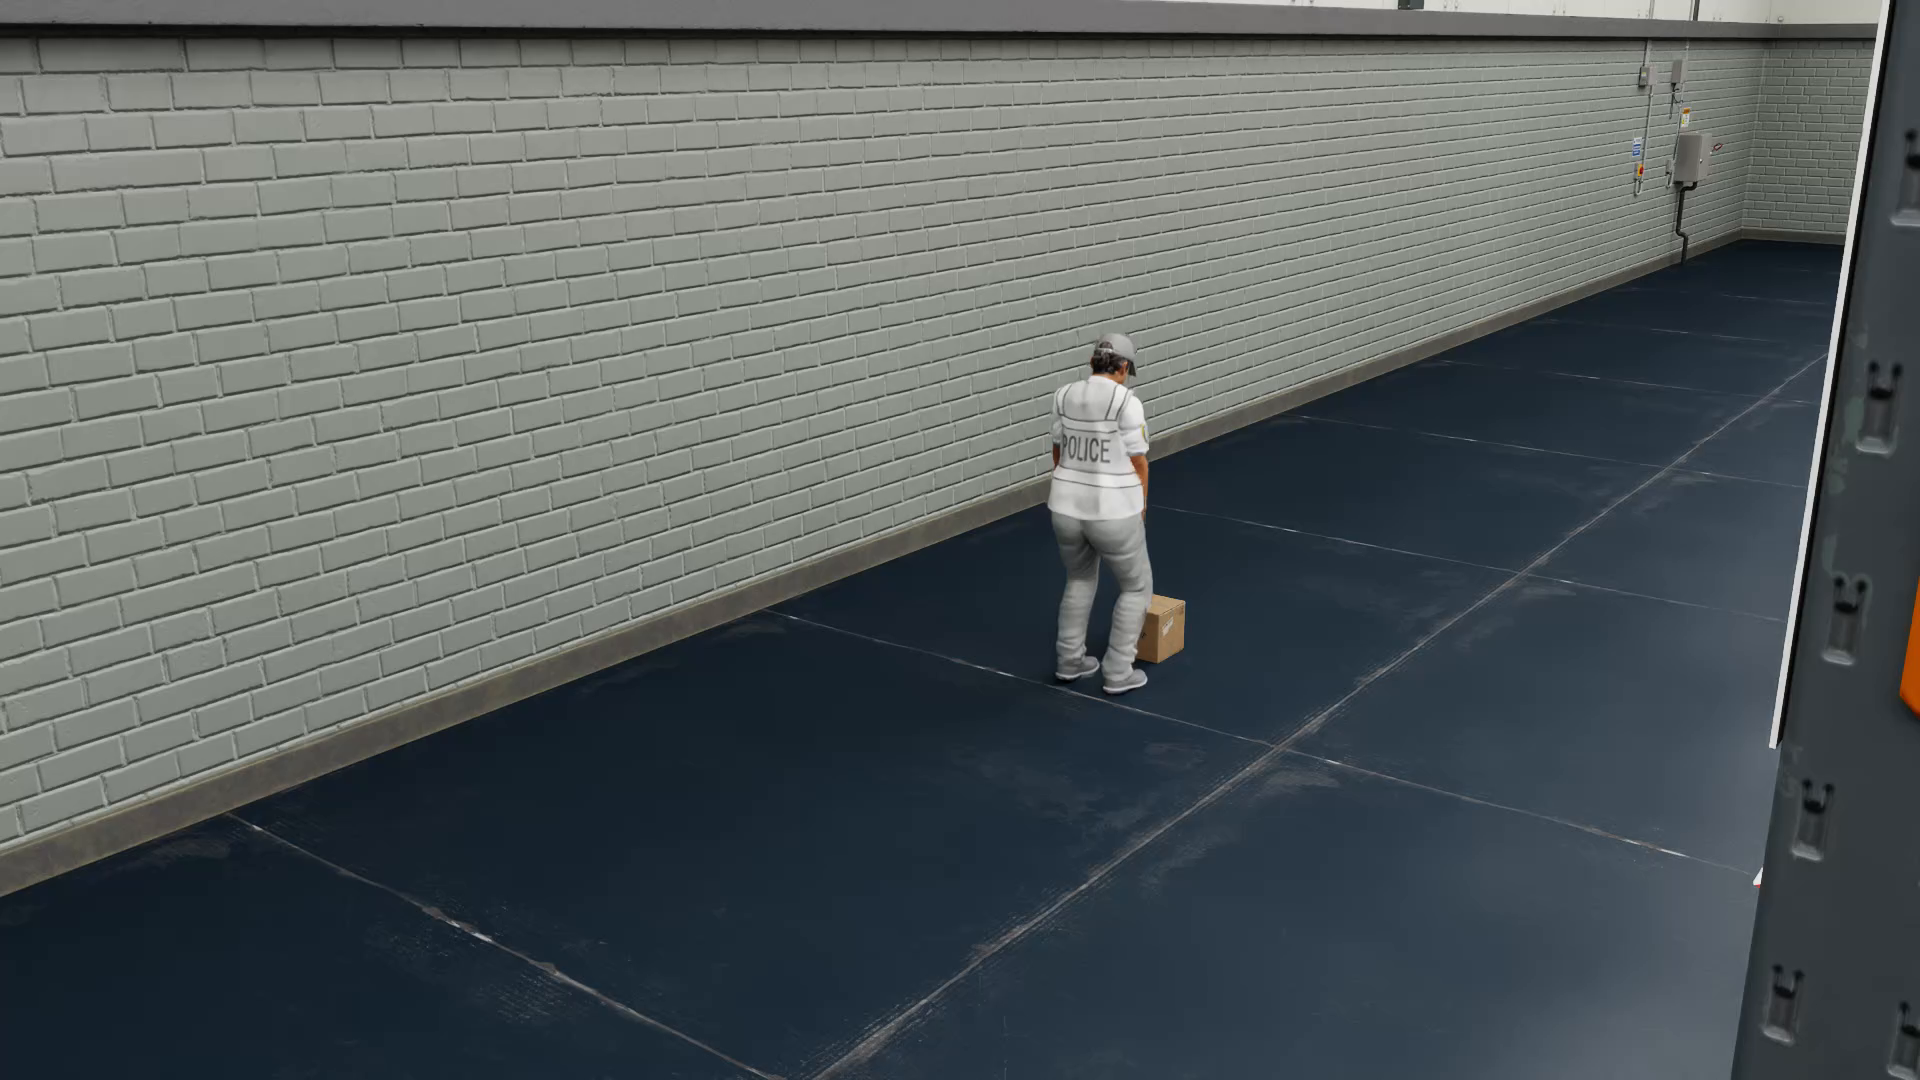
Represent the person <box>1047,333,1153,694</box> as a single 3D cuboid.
[{"bbox_3d":[0.629,-0.119,7.536,0.496,1.619,0.479,13,21,36],"label":"person"}]
